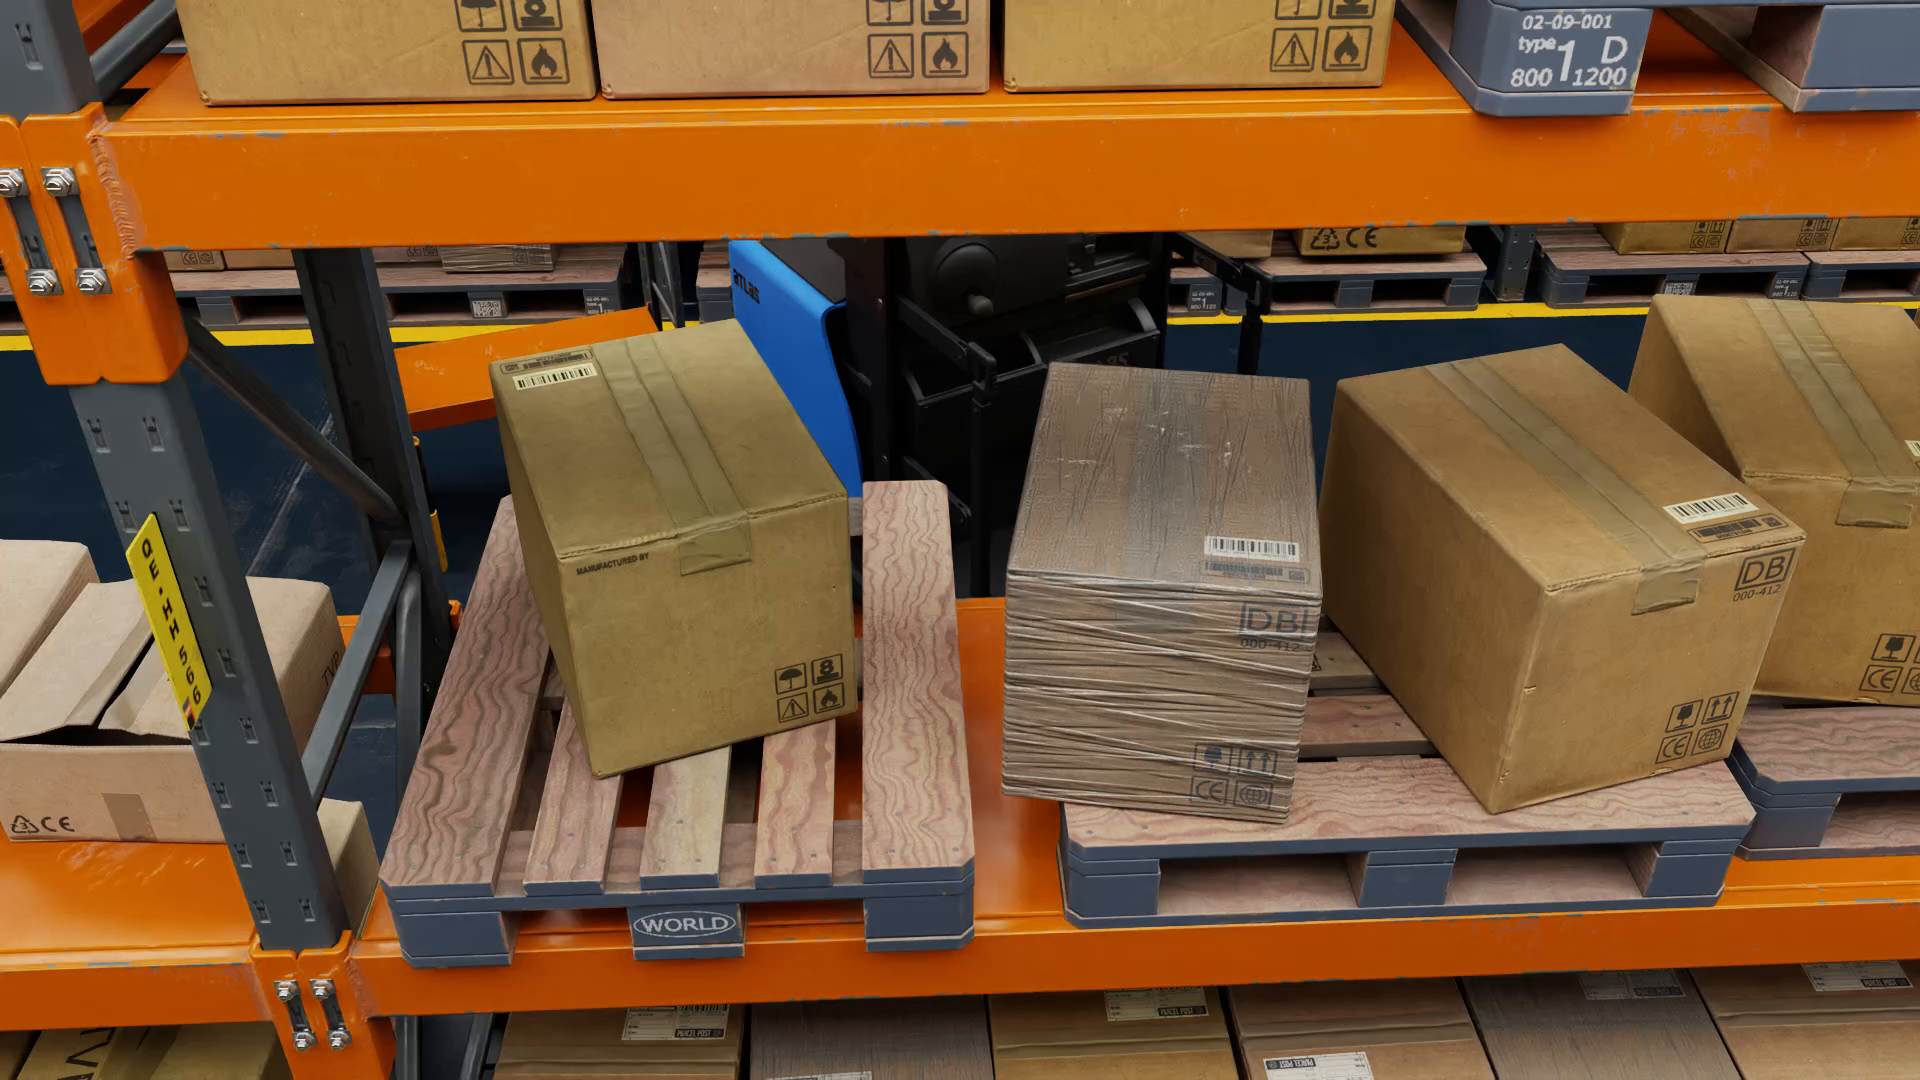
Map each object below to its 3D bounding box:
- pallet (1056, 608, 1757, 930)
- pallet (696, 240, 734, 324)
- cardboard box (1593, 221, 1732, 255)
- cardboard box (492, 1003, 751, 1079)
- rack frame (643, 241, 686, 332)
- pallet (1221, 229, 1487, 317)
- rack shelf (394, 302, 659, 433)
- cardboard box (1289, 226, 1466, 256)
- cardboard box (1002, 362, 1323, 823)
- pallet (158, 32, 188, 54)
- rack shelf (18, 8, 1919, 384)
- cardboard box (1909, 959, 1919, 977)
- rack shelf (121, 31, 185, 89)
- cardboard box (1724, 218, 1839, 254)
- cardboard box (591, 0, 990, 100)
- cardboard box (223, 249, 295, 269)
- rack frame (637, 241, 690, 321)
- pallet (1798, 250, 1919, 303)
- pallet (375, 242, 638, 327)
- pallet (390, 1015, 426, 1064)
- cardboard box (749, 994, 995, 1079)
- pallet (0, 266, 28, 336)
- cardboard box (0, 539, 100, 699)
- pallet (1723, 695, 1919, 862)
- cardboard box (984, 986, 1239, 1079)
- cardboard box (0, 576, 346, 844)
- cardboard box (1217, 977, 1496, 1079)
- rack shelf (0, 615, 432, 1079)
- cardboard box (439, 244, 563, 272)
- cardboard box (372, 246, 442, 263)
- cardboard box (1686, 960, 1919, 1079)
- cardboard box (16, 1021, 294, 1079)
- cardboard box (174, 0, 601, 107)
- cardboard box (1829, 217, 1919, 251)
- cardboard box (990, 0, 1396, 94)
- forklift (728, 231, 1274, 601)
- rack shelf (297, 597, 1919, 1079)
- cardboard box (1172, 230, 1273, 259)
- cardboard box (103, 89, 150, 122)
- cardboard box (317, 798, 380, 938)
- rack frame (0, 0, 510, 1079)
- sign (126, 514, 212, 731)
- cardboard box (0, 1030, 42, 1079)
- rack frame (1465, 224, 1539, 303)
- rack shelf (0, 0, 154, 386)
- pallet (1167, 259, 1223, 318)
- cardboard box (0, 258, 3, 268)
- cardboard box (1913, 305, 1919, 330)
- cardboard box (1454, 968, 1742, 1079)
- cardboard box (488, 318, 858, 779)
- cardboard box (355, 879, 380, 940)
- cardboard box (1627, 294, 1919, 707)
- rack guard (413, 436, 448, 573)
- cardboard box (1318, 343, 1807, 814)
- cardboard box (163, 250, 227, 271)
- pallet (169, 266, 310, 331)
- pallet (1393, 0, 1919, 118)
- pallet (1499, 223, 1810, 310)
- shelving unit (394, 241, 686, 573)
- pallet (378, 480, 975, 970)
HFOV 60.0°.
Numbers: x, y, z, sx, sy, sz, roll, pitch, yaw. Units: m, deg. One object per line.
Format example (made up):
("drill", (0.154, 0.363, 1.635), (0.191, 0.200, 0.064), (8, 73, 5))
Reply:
("pallet", (0.766, 0.308, 3.337), (1.213, 0.211, 1.003), (-2, 35, -2))
("pallet", (-0.624, -1.363, 8.034), (1.213, 0.211, 1.003), (-2, 35, -2))
("cardboard box", (3.333, -1.746, 7.964), (0.500, 0.500, 0.700), (-1, 35, -2))
("cardboard box", (-0.708, 1.281, 3.572), (0.500, 0.500, 0.500), (0, 35, 0))
("rack frame", (-1.089, -0.857, 6.171), (0.032, 1.500, 0.500), (-13, 37, -18))
("pallet", (1.814, -1.429, 8.129), (1.213, 0.211, 1.003), (-2, 35, -2))
("rack shelf", (-1.561, -0.603, 6.119), (1.000, 0.185, 0.538), (-13, 37, -18))
("cardboard box", (1.938, -1.836, 7.788), (0.750, 0.750, 0.750), (-1, 35, -2))
("cardboard box", (0.370, 0.073, 3.051), (0.500, 0.500, 0.700), (5, 35, 7))
("pallet", (-3.390, -2.376, 7.216), (1.213, 0.211, 1.003), (-2, 35, -2))
("rack shelf", (0.821, -0.707, 2.632), (4.000, 0.370, 1.077), (-2, 35, -2))
("cardboard box", (2.340, 1.200, 3.691), (0.500, 0.500, 0.500), (-2, 35, -2))
("rack shelf", (-3.413, -2.182, 7.399), (4.000, 0.370, 1.077), (-2, 35, -2))
("cardboard box", (3.835, -1.758, 7.981), (0.500, 0.500, 0.700), (-2, 35, -3))
("cardboard box", (-0.233, -1.035, 2.386), (0.500, 0.500, 0.910), (-2, 35, -2))
("cardboard box", (-3.147, -1.658, 7.820), (0.500, 0.500, 0.700), (-2, 35, -2))
("rack frame", (-1.415, -2.531, 7.272), (0.127, 3.000, 1.000), (-2, 35, -2))
("pallet", (4.566, -1.503, 8.236), (1.213, 0.211, 1.003), (-2, 35, -2))
("pallet", (-2.195, -1.365, 8.036), (1.213, 0.211, 1.003), (-2, 35, -2))
("pallet", (-2.001, 1.431, 3.997), (1.213, 0.211, 1.003), (-2, 35, -2))
("cardboard box", (-0.186, 1.264, 3.597), (0.500, 0.500, 0.500), (-3, 35, -4))
("pallet", (-4.633, -1.299, 7.941), (1.213, 0.211, 1.003), (-2, 35, -2))
("cardboard box", (-2.079, 0.235, 3.353), (0.500, 0.311, 0.500), (-2, 35, -3))
("pallet", (2.016, 0.215, 3.472), (1.213, 0.211, 1.003), (-2, 35, -2))
("cardboard box", (0.316, 1.254, 3.613), (0.500, 0.500, 0.500), (-2, 35, -3))
("cardboard box", (-1.542, 0.306, 3.250), (0.500, 0.311, 0.500), (1, 35, 1))
("cardboard box", (0.837, 1.237, 3.637), (0.500, 0.500, 0.500), (-3, 35, -4))
("rack shelf", (-3.174, 0.634, 3.330), (4.000, 0.370, 1.077), (-2, 35, -2))
("cardboard box", (-2.131, -1.635, 7.787), (0.500, 0.500, 0.700), (-1, 35, -2))
("cardboard box", (-2.652, -1.688, 7.863), (0.500, 0.500, 0.700), (-2, 35, -2))
("cardboard box", (1.845, 1.208, 3.678), (0.500, 0.500, 0.500), (-1, 35, -2))
("cardboard box", (-1.688, 1.166, 3.484), (0.500, 0.311, 0.500), (-1, 35, -1))
("cardboard box", (-0.742, -1.021, 2.366), (0.500, 0.500, 0.910), (-2, 35, -2))
("cardboard box", (4.347, -1.770, 7.999), (0.500, 0.500, 0.700), (-1, 35, -1))
("cardboard box", (0.287, -1.049, 2.406), (0.500, 0.500, 0.910), (-2, 35, -2))
("forklift", (0.343, -0.886, 4.955), (1.130, 2.935, 3.031), (-19, 39, -25))
("rack shelf", (0.821, 0.526, 3.486), (4.000, 0.370, 1.077), (-2, 35, -2))
("cardboard box", (1.050, -1.811, 7.751), (0.750, 0.750, 0.750), (-1, 35, -1))
("cardboard box", (-3.717, -1.944, 7.575), (0.500, 0.250, 0.500), (-2, 35, -4))
("cardboard box", (-1.714, 0.859, 3.927), (0.500, 0.311, 0.500), (0, 35, -1))
("rack frame", (-1.177, 0.284, 3.203), (0.127, 3.000, 1.000), (-2, 35, -2))
("sign", (-1.147, 0.124, 2.418), (0.005, 0.325, 0.100), (-2, 35, -2))
("cardboard box", (-2.207, 1.184, 3.458), (0.500, 0.311, 0.500), (-2, 35, -3))
("rack frame", (2.581, -2.639, 7.428), (0.127, 3.000, 1.000), (-2, 35, -2))
("rack shelf", (-3.174, -0.599, 2.477), (4.000, 0.370, 1.077), (-2, 35, -2))
("pallet", (0.592, -1.394, 8.079), (1.213, 0.211, 1.003), (-2, 35, -2))
("cardboard box", (-4.676, -1.606, 7.745), (0.500, 0.500, 0.700), (0, 35, -1))
("cardboard box", (2.335, -0.152, 3.376), (0.500, 0.500, 0.700), (-13, 37, -18))
("cardboard box", (1.345, 1.222, 3.659), (0.500, 0.500, 0.500), (-1, 35, -2))
("cardboard box", (-0.553, -0.010, 3.172), (0.500, 0.500, 0.700), (-13, 37, -18))
("cardboard box", (-1.714, 1.089, 4.087), (0.500, 0.250, 0.500), (-2, 35, -2))
("cardboard box", (1.651, -0.097, 3.297), (0.500, 0.500, 0.700), (4, 35, 5))
("rack guard", (-2.016, -0.135, 6.225), (0.087, 0.250, 0.587), (-13, 37, -18))
("cardboard box", (1.057, 0.045, 3.092), (0.500, 0.500, 0.700), (-10, 36, -14))
("cardboard box", (-3.651, -1.639, 7.793), (0.500, 0.500, 0.700), (-1, 35, -2))
("pallet", (-3.411, -1.333, 7.991), (1.213, 0.211, 1.003), (-2, 35, -2))
("pallet", (1.128, -0.972, 2.548), (1.003, 0.211, 1.213), (-2, 35, -2))
("pallet", (3.344, -1.469, 8.187), (1.213, 0.211, 1.003), (-2, 35, -2))
("shelving unit", (-1.553, -0.753, 6.020), (1.083, 1.500, 0.587), (-13, 37, -18))
("pallet", (-0.503, 0.305, 3.342), (1.003, 0.211, 1.213), (-2, 35, -2))
